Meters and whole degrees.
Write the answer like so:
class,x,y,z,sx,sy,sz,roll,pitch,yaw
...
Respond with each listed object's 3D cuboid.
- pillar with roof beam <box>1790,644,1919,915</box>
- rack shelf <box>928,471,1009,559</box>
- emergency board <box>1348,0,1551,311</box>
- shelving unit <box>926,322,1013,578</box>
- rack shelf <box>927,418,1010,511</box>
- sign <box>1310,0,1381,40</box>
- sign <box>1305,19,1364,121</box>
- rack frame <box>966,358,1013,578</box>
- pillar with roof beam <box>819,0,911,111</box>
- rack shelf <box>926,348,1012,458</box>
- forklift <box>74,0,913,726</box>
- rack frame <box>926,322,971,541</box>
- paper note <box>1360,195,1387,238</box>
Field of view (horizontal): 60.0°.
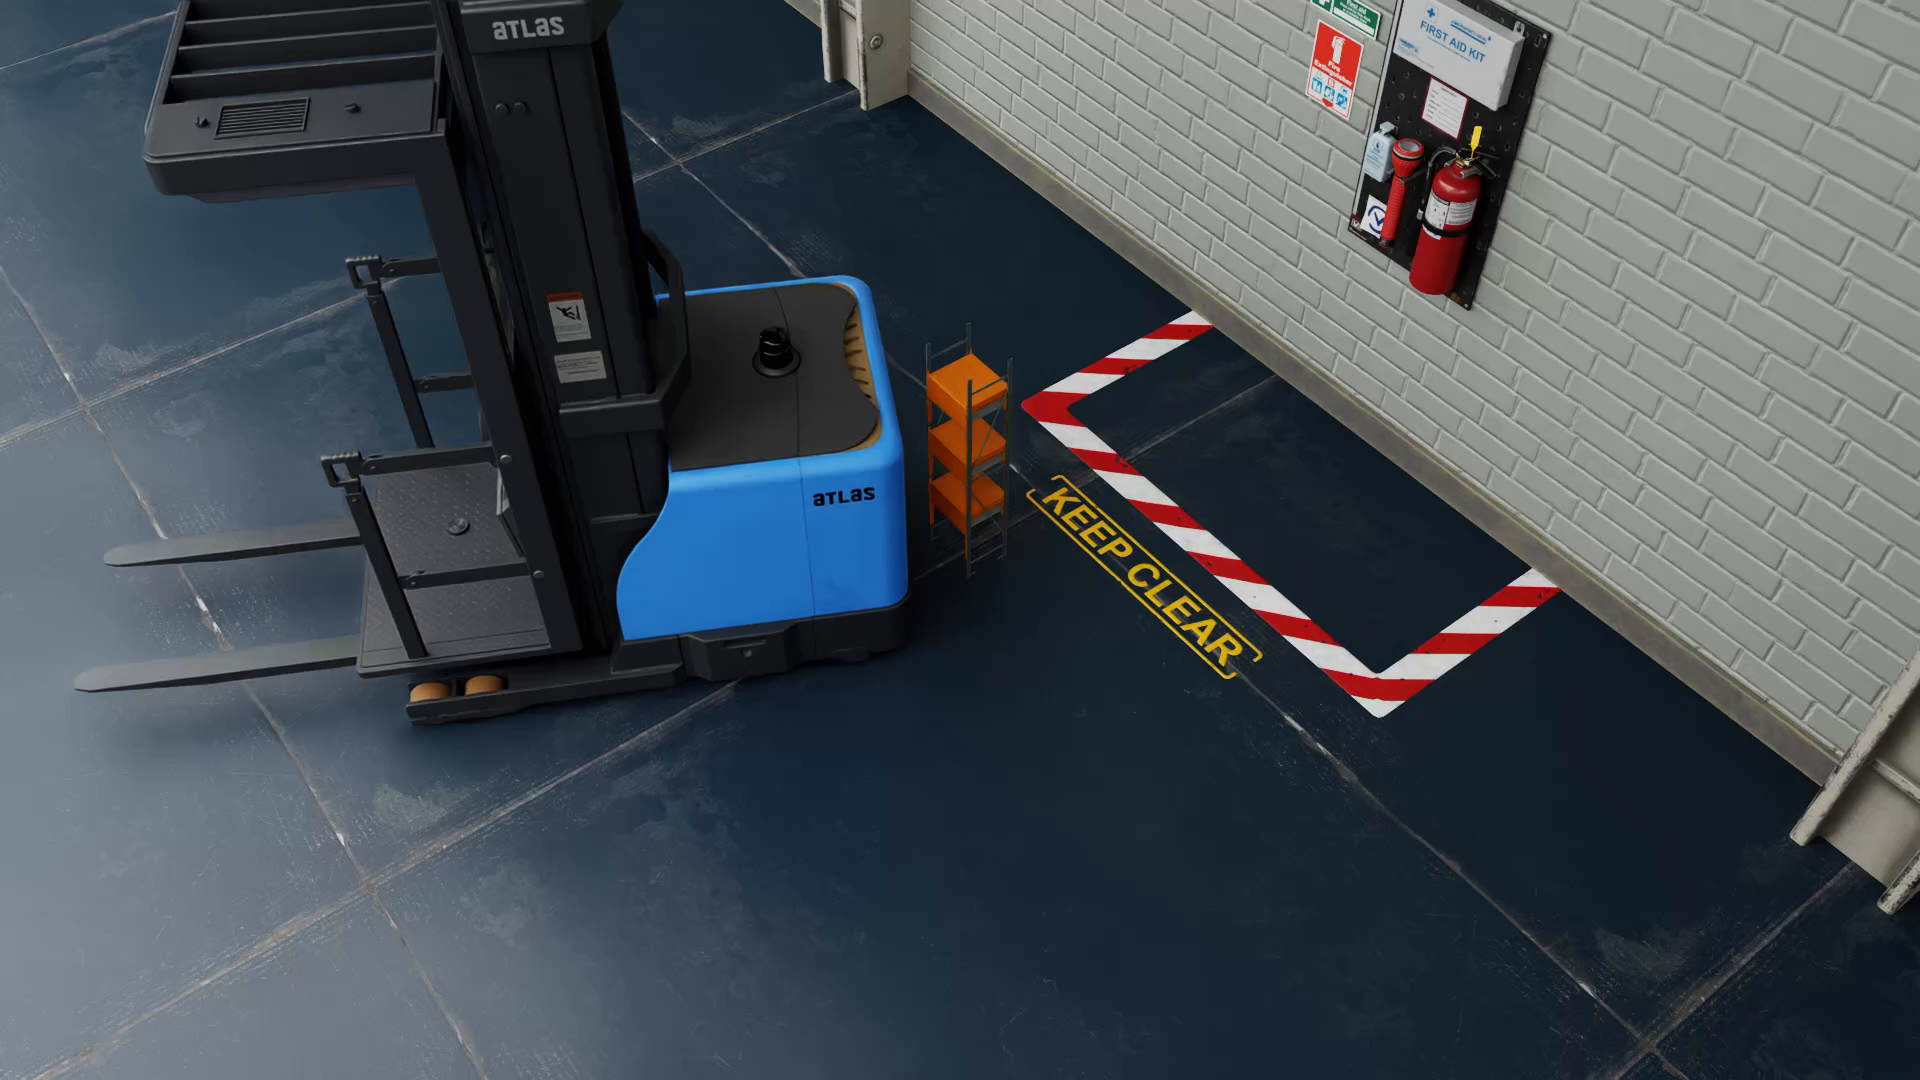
class,x,y,z,sx,sy,sz,roll,pitch,yaw
pillar with roof beam,-0.288,-0.010,0.684,9.100,9.000,0.400,-29,54,-24
rack shelf,0.032,-0.127,6.545,0.215,0.259,0.240,-29,54,-24
emergency board,1.672,-1.401,5.994,0.194,1.169,0.643,-29,54,-24
shelving unit,0.032,-0.321,6.331,0.215,1.050,0.252,-29,54,-24
rack shelf,0.032,-0.314,6.339,0.215,0.259,0.240,-29,54,-24
sign,1.415,-1.956,6.116,0.001,0.109,0.331,-29,54,-24
sign,1.419,-1.785,6.318,0.001,0.329,0.234,-29,54,-24
rack frame,0.106,-0.249,6.266,0.200,1.050,0.008,-29,54,-24
pillar with roof beam,-3.921,-3.548,3.891,9.100,9.000,0.400,-29,54,-24
rack shelf,0.032,-0.505,6.129,0.215,0.259,0.240,-29,54,-24
forklift,-1.743,-0.730,5.433,3.031,2.935,1.130,-7,48,-6
rack frame,-0.041,-0.393,6.397,0.200,1.050,0.008,-29,54,-24
paper note,1.620,-1.240,6.443,0.016,0.148,0.142,-29,54,-24
